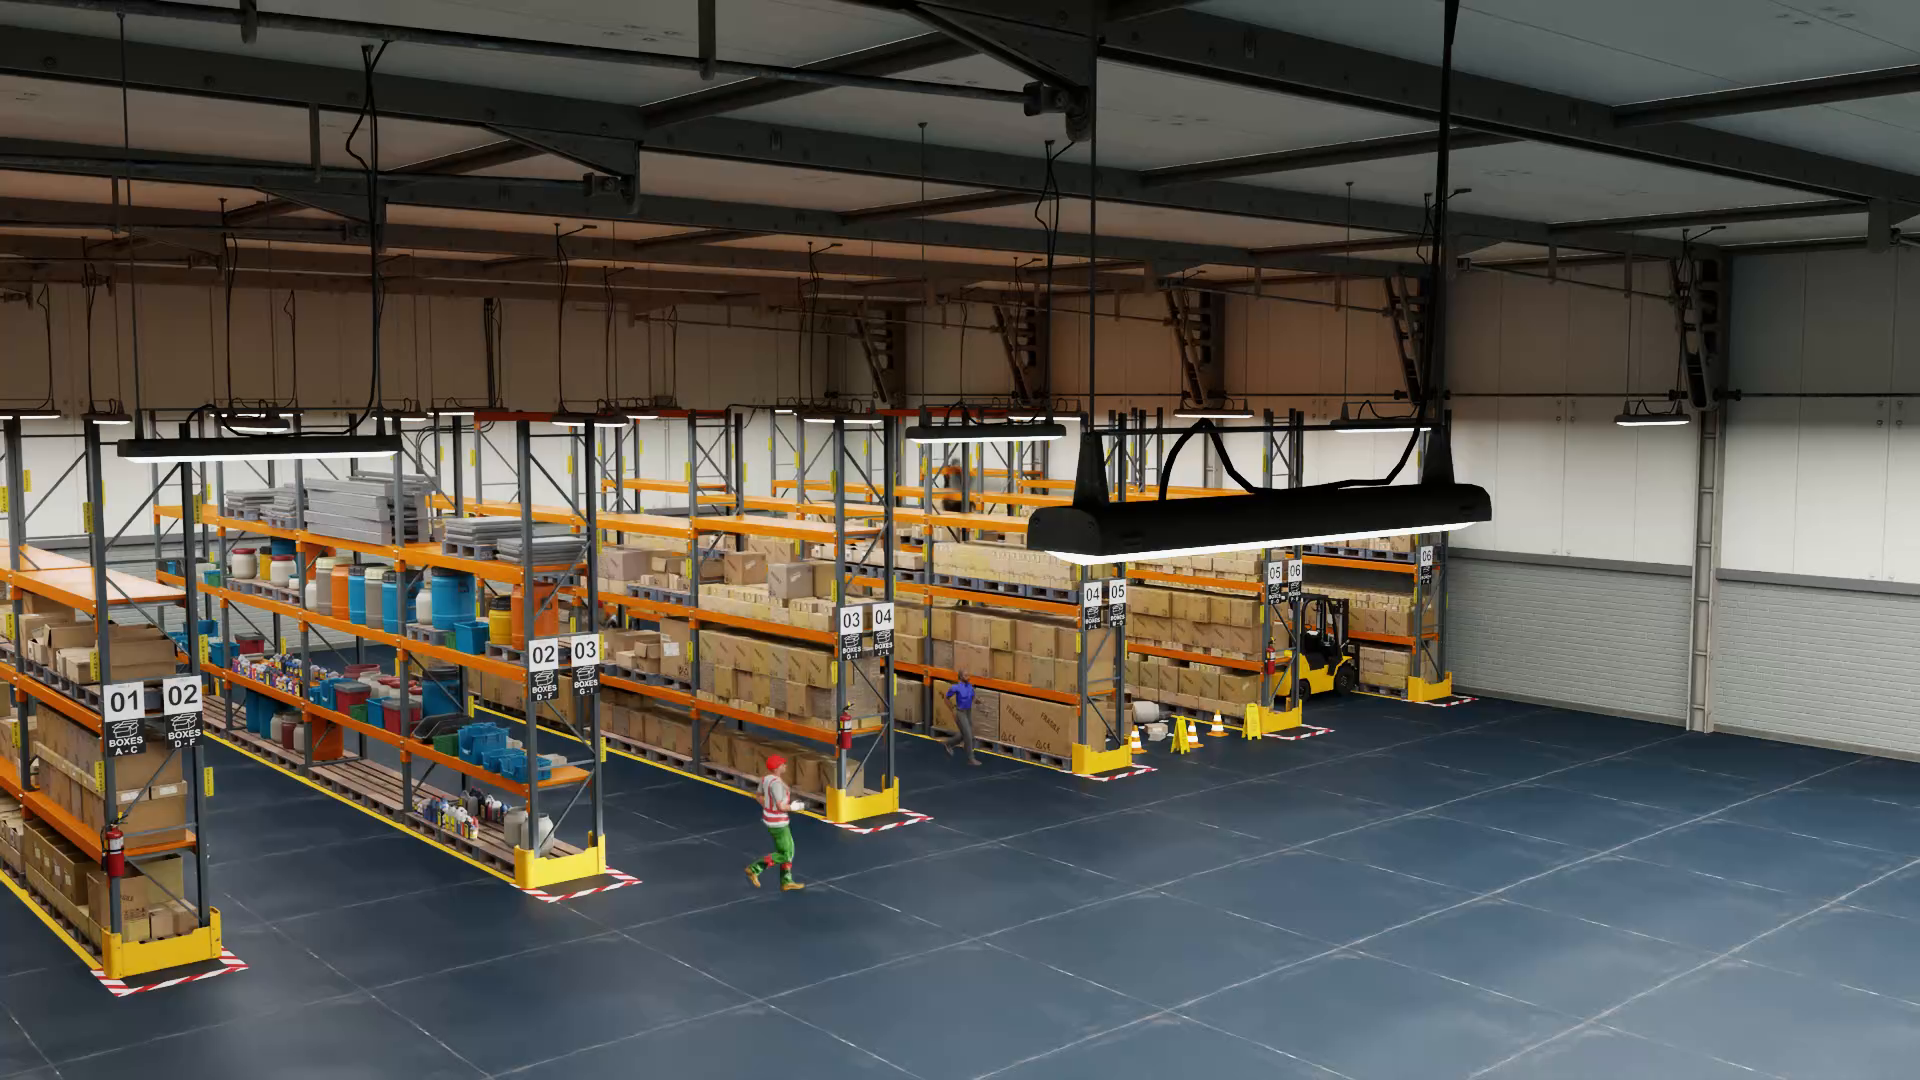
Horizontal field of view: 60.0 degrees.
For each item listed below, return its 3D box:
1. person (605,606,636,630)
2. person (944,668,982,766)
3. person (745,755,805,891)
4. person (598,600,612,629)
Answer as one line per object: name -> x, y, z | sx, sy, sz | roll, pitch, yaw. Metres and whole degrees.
person -> -7.400, 2.277, 36.509 | 0.721, 1.743, 0.627 | 5, 7, 42
person -> 0.027, 3.002, 28.438 | 0.850, 1.635, 0.578 | 4, 6, 39
person -> -2.369, 3.596, 21.098 | 0.782, 1.757, 0.663 | -2, 5, -20
person -> -8.855, 1.830, 41.398 | 0.629, 1.734, 0.981 | 2, 6, 25
